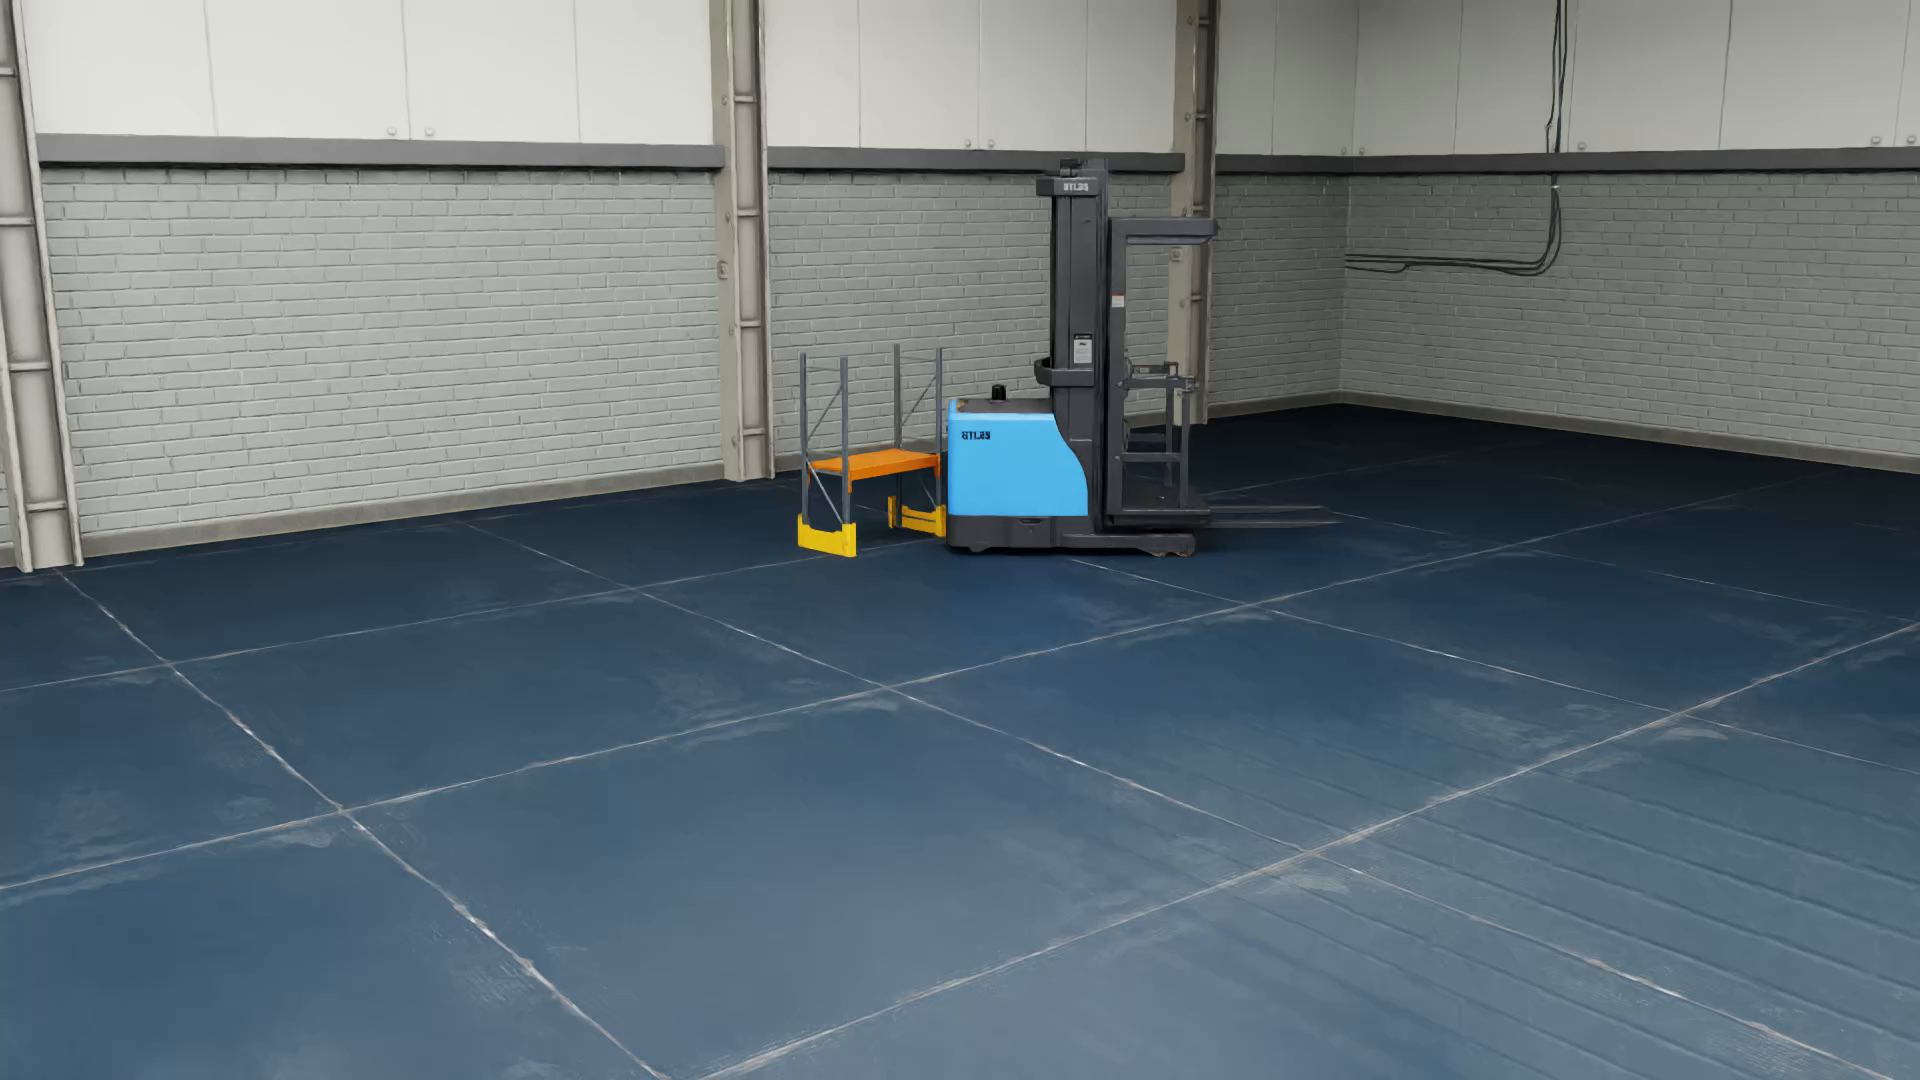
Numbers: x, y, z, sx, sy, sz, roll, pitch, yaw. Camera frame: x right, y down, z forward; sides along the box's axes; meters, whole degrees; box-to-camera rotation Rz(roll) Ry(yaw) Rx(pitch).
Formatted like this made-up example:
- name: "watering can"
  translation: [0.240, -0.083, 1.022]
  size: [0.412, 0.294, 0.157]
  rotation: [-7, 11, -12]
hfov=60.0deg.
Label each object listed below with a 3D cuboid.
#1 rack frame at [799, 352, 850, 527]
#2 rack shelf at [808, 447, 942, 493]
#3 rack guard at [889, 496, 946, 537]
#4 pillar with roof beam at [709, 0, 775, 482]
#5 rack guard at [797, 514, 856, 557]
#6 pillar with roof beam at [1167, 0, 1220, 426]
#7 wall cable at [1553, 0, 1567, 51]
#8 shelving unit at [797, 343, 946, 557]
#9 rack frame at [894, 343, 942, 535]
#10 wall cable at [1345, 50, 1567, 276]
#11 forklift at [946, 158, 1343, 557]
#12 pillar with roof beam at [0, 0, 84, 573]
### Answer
- name: "rack frame"
  translation: [-1.023, -0.650, 12.580]
  size: [0.500, 1.500, 0.032]
  rotation: [11, 16, 42]
- name: "rack shelf"
  translation: [-0.679, -0.552, 12.983]
  size: [0.538, 0.185, 1.000]
  rotation: [11, 16, 42]
- name: "rack guard"
  translation: [-0.347, -0.191, 13.427]
  size: [0.587, 0.250, 0.087]
  rotation: [11, 16, 42]
- name: "pillar with roof beam"
  translation: [0.671, -4.296, 11.694]
  size: [0.400, 9.000, 9.100]
  rotation: [-9, 15, -38]
- name: "rack guard"
  translation: [-1.022, -0.039, 12.711]
  size: [0.587, 0.250, 0.087]
  rotation: [11, 16, 42]
- name: "pillar with roof beam"
  translation: [5.356, -5.074, 15.361]
  size: [0.400, 9.000, 9.100]
  rotation: [-9, 15, -38]
- name: "wall cable"
  translation: [7.483, -6.453, 17.171]
  size: [0.112, 2.526, 3.097]
  rotation: [-9, 15, -38]
- name: "shelving unit"
  translation: [-0.685, -0.726, 12.939]
  size: [0.587, 1.500, 1.083]
  rotation: [11, 16, 42]
- name: "rack frame"
  translation: [-0.334, -0.805, 13.311]
  size: [0.500, 1.500, 0.032]
  rotation: [11, 16, 42]
- name: "wall cable"
  translation: [5.793, -4.421, 19.762]
  size: [0.112, 2.526, 3.097]
  rotation: [-9, 15, -38]
- name: "forklift"
  translation: [1.413, -1.419, 12.754]
  size: [3.031, 2.935, 1.130]
  rotation: [0, 12, 0]
- name: "pillar with roof beam"
  translation: [-4.014, -3.517, 8.028]
  size: [0.400, 9.000, 9.100]
  rotation: [-9, 15, -38]
